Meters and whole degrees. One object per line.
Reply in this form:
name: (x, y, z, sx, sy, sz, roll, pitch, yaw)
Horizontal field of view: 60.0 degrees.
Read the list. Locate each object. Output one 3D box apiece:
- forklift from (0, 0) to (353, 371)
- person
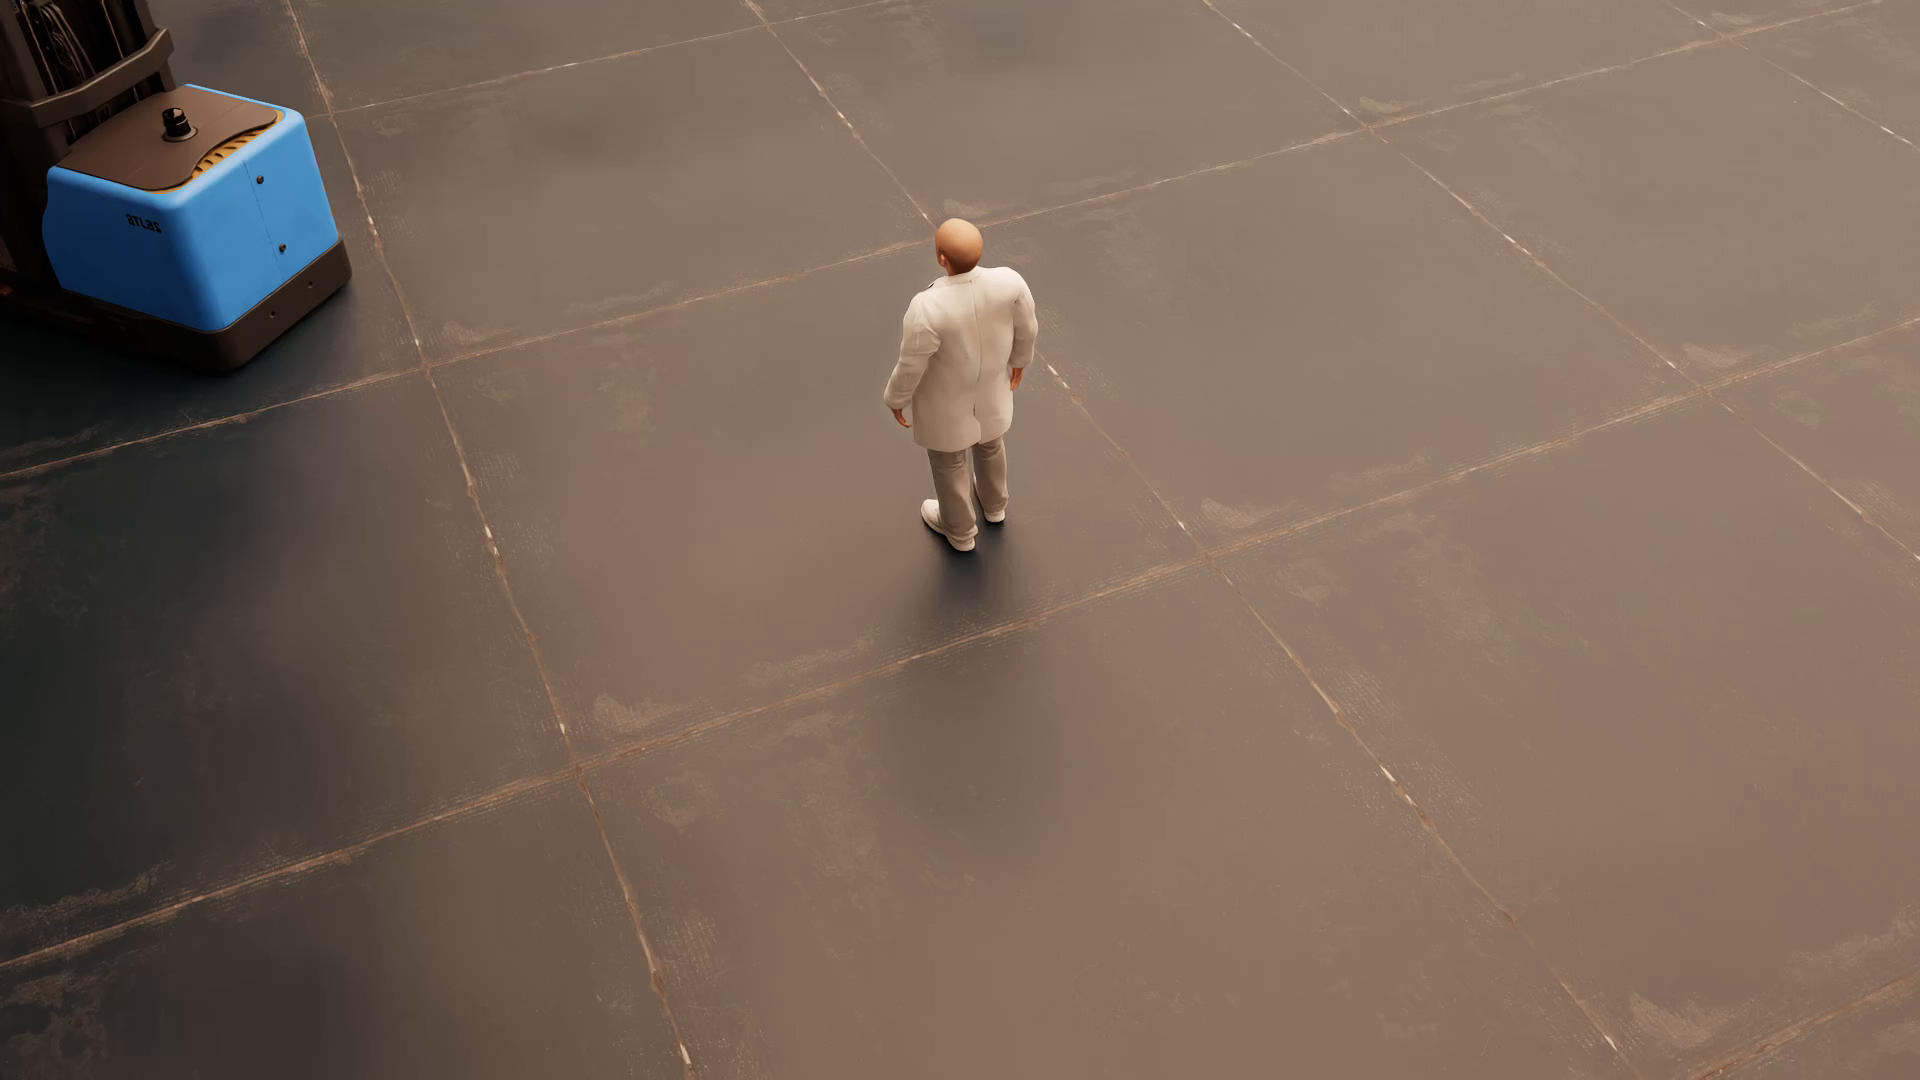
forklift: (-4.965, -2.622, 8.490, 3.031, 2.935, 1.130, 17, 46, 17)
person: (-0.035, -0.713, 7.279, 0.696, 1.778, 0.578, -18, 46, -18)
